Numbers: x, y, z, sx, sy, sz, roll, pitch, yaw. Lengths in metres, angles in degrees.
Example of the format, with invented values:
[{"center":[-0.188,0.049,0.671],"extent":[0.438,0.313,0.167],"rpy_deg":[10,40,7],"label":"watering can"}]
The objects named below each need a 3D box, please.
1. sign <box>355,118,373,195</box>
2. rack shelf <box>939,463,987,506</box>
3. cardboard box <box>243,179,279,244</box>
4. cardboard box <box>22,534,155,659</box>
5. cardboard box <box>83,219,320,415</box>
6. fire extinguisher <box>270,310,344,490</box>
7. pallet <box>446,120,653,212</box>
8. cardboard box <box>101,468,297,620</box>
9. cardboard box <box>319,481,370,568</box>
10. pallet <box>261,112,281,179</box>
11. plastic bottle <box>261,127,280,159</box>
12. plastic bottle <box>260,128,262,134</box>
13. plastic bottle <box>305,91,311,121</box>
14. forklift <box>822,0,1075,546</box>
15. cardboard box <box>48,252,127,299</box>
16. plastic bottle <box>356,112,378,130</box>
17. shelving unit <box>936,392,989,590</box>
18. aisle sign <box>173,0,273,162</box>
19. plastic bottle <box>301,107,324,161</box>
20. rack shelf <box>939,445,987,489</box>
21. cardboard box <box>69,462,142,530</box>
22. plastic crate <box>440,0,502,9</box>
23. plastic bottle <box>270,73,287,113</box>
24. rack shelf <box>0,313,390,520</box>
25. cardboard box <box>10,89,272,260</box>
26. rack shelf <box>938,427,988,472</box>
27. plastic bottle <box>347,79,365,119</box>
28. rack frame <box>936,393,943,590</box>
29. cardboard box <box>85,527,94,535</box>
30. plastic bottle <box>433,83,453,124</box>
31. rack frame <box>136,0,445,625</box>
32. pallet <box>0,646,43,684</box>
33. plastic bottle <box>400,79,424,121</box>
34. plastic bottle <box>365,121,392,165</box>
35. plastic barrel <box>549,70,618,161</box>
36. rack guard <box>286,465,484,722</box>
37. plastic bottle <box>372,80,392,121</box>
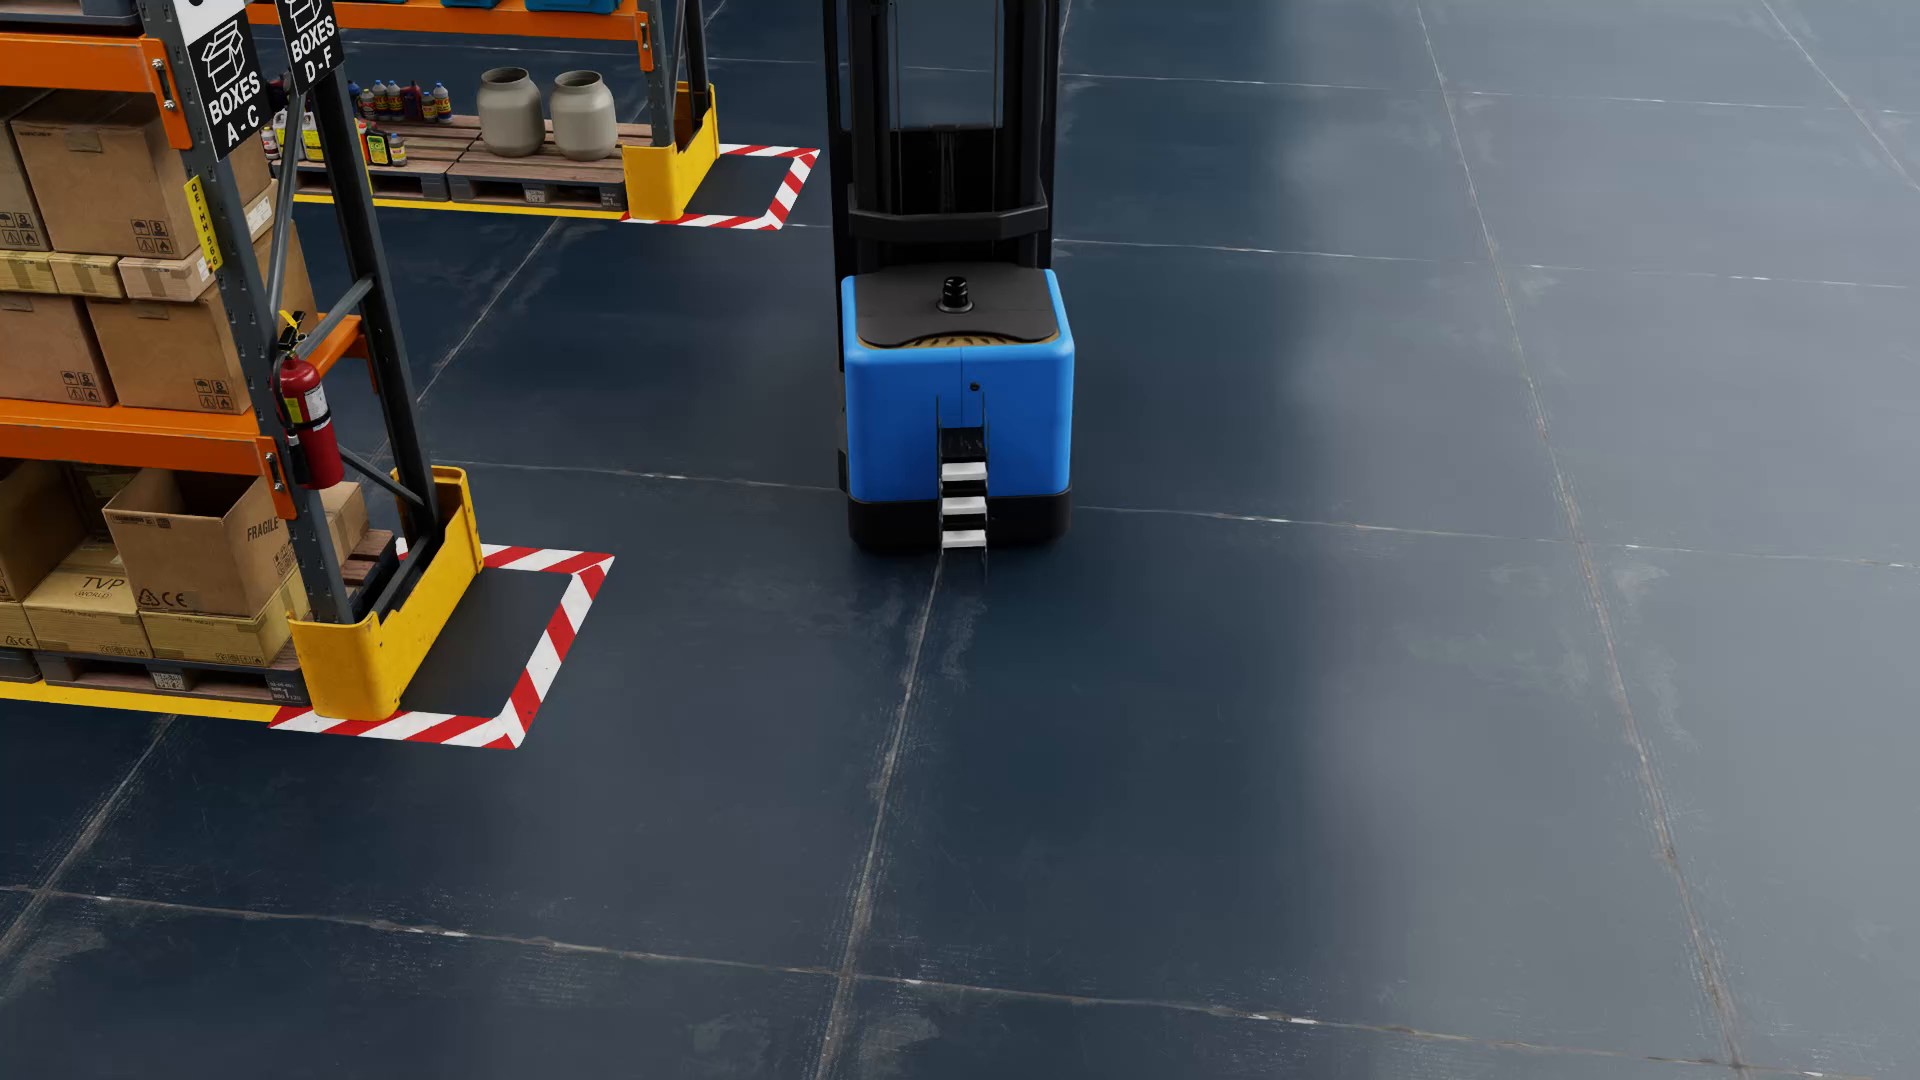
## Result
[{"center":[-2.411,-1.519,6.671],"extent":[0.005,0.325,0.100],"rpy_deg":[4,36,6],"label":"sign"},{"center":[0.010,-0.258,7.426],"extent":[0.200,0.077,0.258],"rpy_deg":[-3,36,-4],"label":"rack shelf"},{"center":[-2.849,-1.273,6.495],"extent":[0.250,0.149,0.380],"rpy_deg":[4,36,6],"label":"cardboard box"},{"center":[-3.555,0.234,7.034],"extent":[0.500,0.250,0.500],"rpy_deg":[4,36,6],"label":"cardboard box"},{"center":[-2.949,-0.898,6.527],"extent":[0.500,0.500,0.700],"rpy_deg":[4,36,6],"label":"cardboard box"},{"center":[-2.429,-0.507,6.133],"extent":[0.183,0.674,0.296],"rpy_deg":[4,36,6],"label":"fire extinguisher"},{"center":[-2.739,-2.576,11.365],"extent":[1.213,0.211,1.003],"rpy_deg":[4,36,6],"label":"pallet"},{"center":[-3.057,-0.040,6.772],"extent":[0.500,0.500,0.500],"rpy_deg":[4,36,6],"label":"cardboard box"},{"center":[-2.991,-0.035,7.410],"extent":[0.500,0.250,0.500],"rpy_deg":[4,36,6],"label":"cardboard box"},{"center":[-5.160,-2.756,11.618],"extent":[1.213,0.211,1.003],"rpy_deg":[4,36,6],"label":"pallet"},{"center":[-4.608,-2.658,11.110],"extent":[0.097,0.201,0.097],"rpy_deg":[0,36,0],"label":"plastic bottle"},{"center":[-4.735,-2.731,11.152],"extent":[0.097,0.271,0.097],"rpy_deg":[0,36,0],"label":"plastic bottle"},{"center":[-4.487,-3.043,11.579],"extent":[0.133,0.283,0.061],"rpy_deg":[4,36,6],"label":"plastic bottle"},{"center":[-0.106,-2.002,8.220],"extent":[1.130,2.935,3.031],"rpy_deg":[-3,36,-4],"label":"forklift"},{"center":[-3.151,-1.057,6.192],"extent":[0.250,0.149,0.380],"rpy_deg":[5,36,7],"label":"cardboard box"},{"center":[-3.964,-2.721,11.128],"extent":[0.133,0.283,0.061],"rpy_deg":[4,36,6],"label":"plastic bottle"},{"center":[0.010,-0.212,7.459],"extent":[0.210,0.900,0.258],"rpy_deg":[-3,36,-4],"label":"shelving unit"},{"center":[-2.460,-1.699,5.499],"extent":[0.004,0.787,0.394],"rpy_deg":[4,36,6],"label":"aisle sign"},{"center":[-4.279,-2.708,11.051],"extent":[0.185,0.351,0.144],"rpy_deg":[6,36,8],"label":"plastic bottle"},{"center":[0.010,-0.331,7.374],"extent":[0.200,0.077,0.258],"rpy_deg":[-3,36,-4],"label":"rack shelf"},{"center":[-3.487,-0.376,7.242],"extent":[0.500,0.500,0.500],"rpy_deg":[4,36,6],"label":"cardboard box"},{"center":[-3.031,-3.524,10.422],"extent":[0.408,0.251,0.499],"rpy_deg":[4,36,6],"label":"plastic crate"},{"center":[-4.788,-3.154,11.735],"extent":[0.133,0.283,0.061],"rpy_deg":[7,36,9],"label":"plastic bottle"},{"center":[-4.471,-0.670,6.914],"extent":[4.000,0.370,1.077],"rpy_deg":[4,36,6],"label":"rack shelf"},{"center":[-3.001,-1.430,6.156],"extent":[0.500,0.500,0.700],"rpy_deg":[4,36,6],"label":"cardboard box"},{"center":[0.010,-0.404,7.321],"extent":[0.200,0.077,0.258],"rpy_deg":[-3,36,-4],"label":"rack shelf"},{"center":[-4.252,-3.099,11.668],"extent":[0.097,0.271,0.097],"rpy_deg":[0,36,0],"label":"plastic bottle"},{"center":[-0.091,-0.207,7.453],"extent":[0.006,0.900,0.240],"rpy_deg":[-3,36,-4],"label":"rack frame"},{"center":[-3.983,-0.107,7.511],"extent":[0.500,0.250,0.500],"rpy_deg":[4,36,6],"label":"cardboard box"},{"center":[-3.612,-3.051,11.601],"extent":[0.097,0.271,0.097],"rpy_deg":[0,36,0],"label":"plastic bottle"},{"center":[-2.488,-0.815,6.498],"extent":[0.127,3.000,1.000],"rpy_deg":[4,36,6],"label":"rack frame"},{"center":[-4.458,0.196,7.482],"extent":[1.213,0.211,1.003],"rpy_deg":[4,36,6],"label":"pallet"},{"center":[-3.834,-3.083,11.635],"extent":[0.133,0.283,0.061],"rpy_deg":[5,36,7],"label":"plastic bottle"},{"center":[-3.849,-2.624,10.991],"extent":[0.133,0.283,0.061],"rpy_deg":[5,36,7],"label":"plastic bottle"},{"center":[-2.515,-2.832,11.104],"extent":[0.421,0.512,0.421],"rpy_deg":[0,36,0],"label":"plastic barrel"},{"center":[-2.464,0.204,7.221],"extent":[0.348,0.500,1.175],"rpy_deg":[4,36,6],"label":"rack guard"},{"center":[-4.051,-3.084,11.647],"extent":[0.097,0.271,0.097],"rpy_deg":[0,36,0],"label":"plastic bottle"}]
